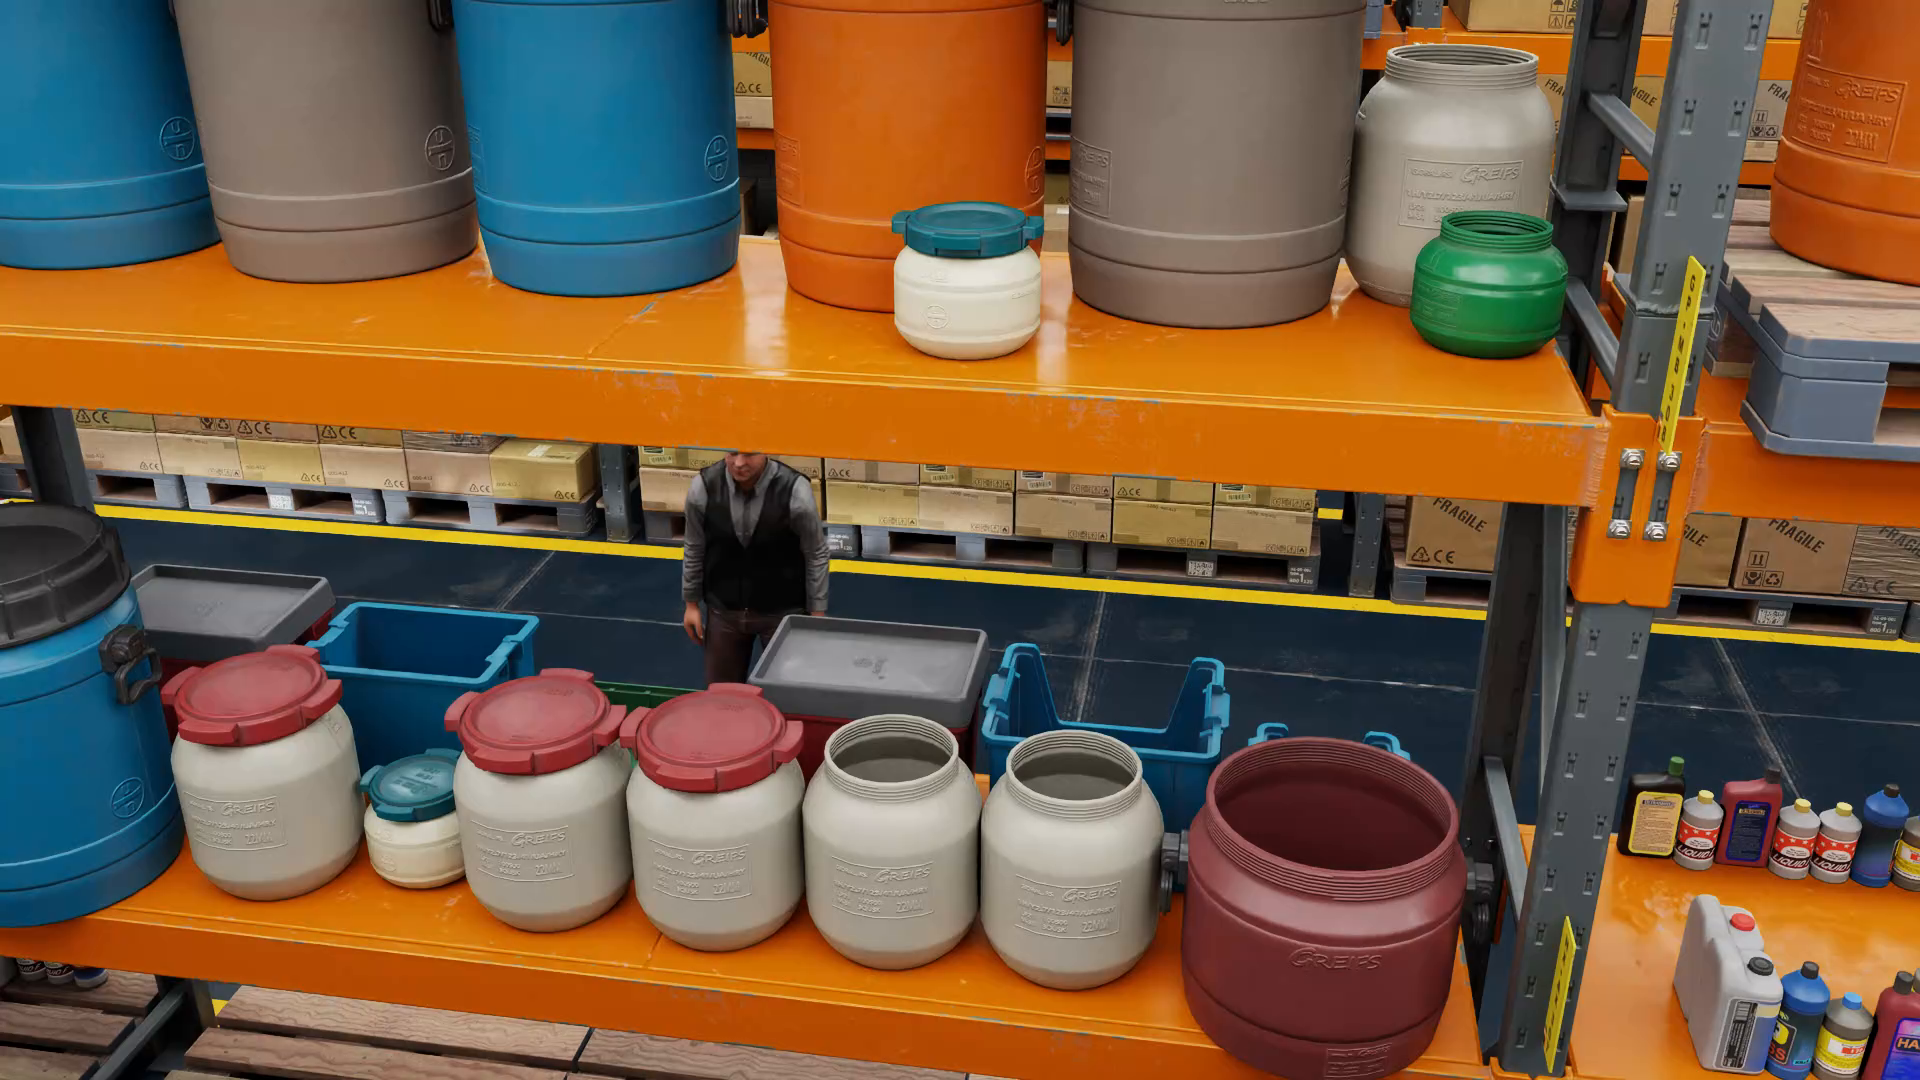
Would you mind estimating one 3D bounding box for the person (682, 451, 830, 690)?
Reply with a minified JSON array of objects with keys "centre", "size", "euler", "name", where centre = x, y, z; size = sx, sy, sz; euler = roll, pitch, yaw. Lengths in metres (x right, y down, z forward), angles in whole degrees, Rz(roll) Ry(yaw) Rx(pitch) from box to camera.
[{"centre":[-0.791,0.285,6.516],"size":[0.581,1.721,0.413],"euler":[4,25,8],"name":"person"}]
